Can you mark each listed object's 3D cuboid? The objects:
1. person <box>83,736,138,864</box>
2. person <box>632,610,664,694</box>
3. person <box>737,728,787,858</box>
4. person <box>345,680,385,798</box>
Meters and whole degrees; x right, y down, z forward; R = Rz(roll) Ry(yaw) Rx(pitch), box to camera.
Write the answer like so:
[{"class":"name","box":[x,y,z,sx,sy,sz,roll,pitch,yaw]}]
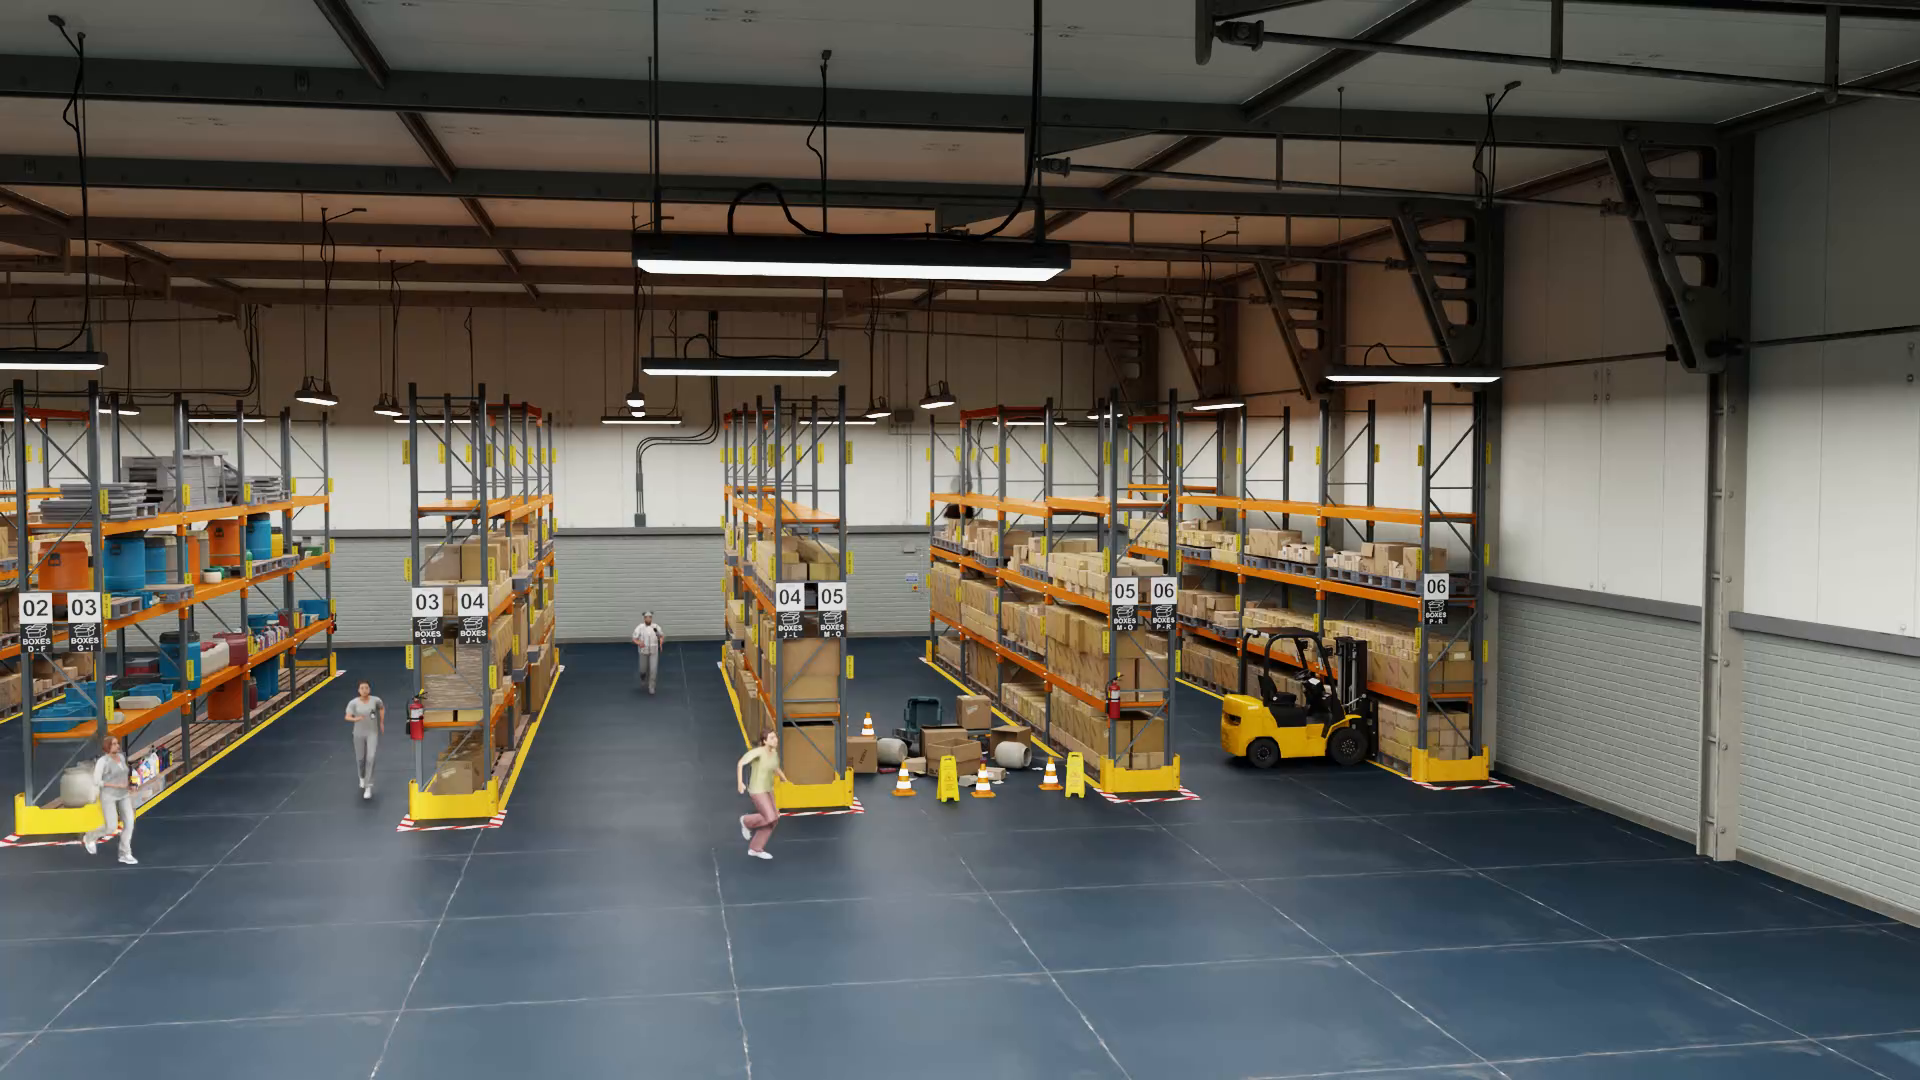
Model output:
[{"class":"person","box":[-10.425,3.188,20.442,0.738,1.562,0.548,1,3,19]},{"class":"person","box":[-6.569,2.349,35.110,0.674,1.740,0.782,-1,3,-16]},{"class":"person","box":[-2.461,3.157,20.746,0.630,1.617,0.619,2,3,33]},{"class":"person","box":[-8.776,2.894,24.543,0.552,1.678,0.948,-1,3,-19]}]
